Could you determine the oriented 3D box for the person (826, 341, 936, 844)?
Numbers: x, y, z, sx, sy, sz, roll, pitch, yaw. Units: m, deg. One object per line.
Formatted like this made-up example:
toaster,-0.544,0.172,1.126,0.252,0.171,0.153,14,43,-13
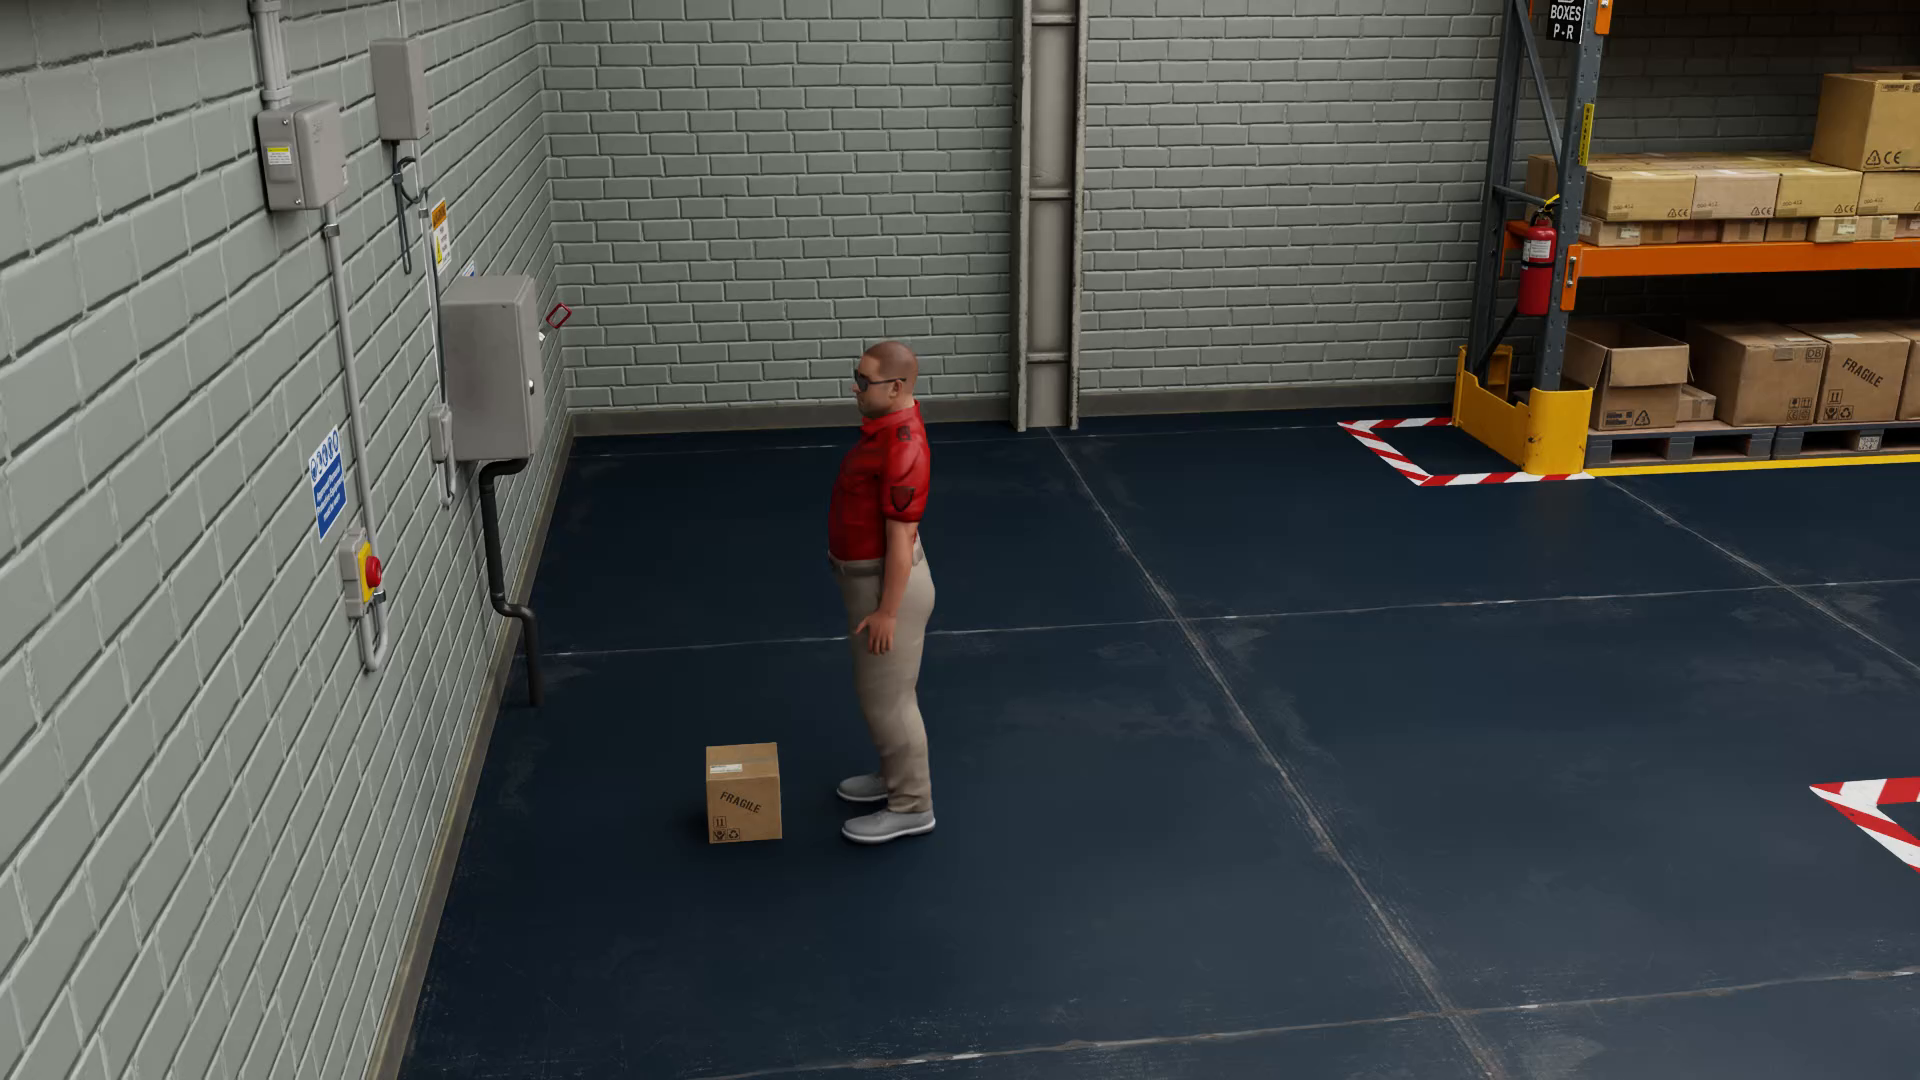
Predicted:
person,-0.266,0.220,5.639,0.354,1.628,0.526,-2,20,-6
